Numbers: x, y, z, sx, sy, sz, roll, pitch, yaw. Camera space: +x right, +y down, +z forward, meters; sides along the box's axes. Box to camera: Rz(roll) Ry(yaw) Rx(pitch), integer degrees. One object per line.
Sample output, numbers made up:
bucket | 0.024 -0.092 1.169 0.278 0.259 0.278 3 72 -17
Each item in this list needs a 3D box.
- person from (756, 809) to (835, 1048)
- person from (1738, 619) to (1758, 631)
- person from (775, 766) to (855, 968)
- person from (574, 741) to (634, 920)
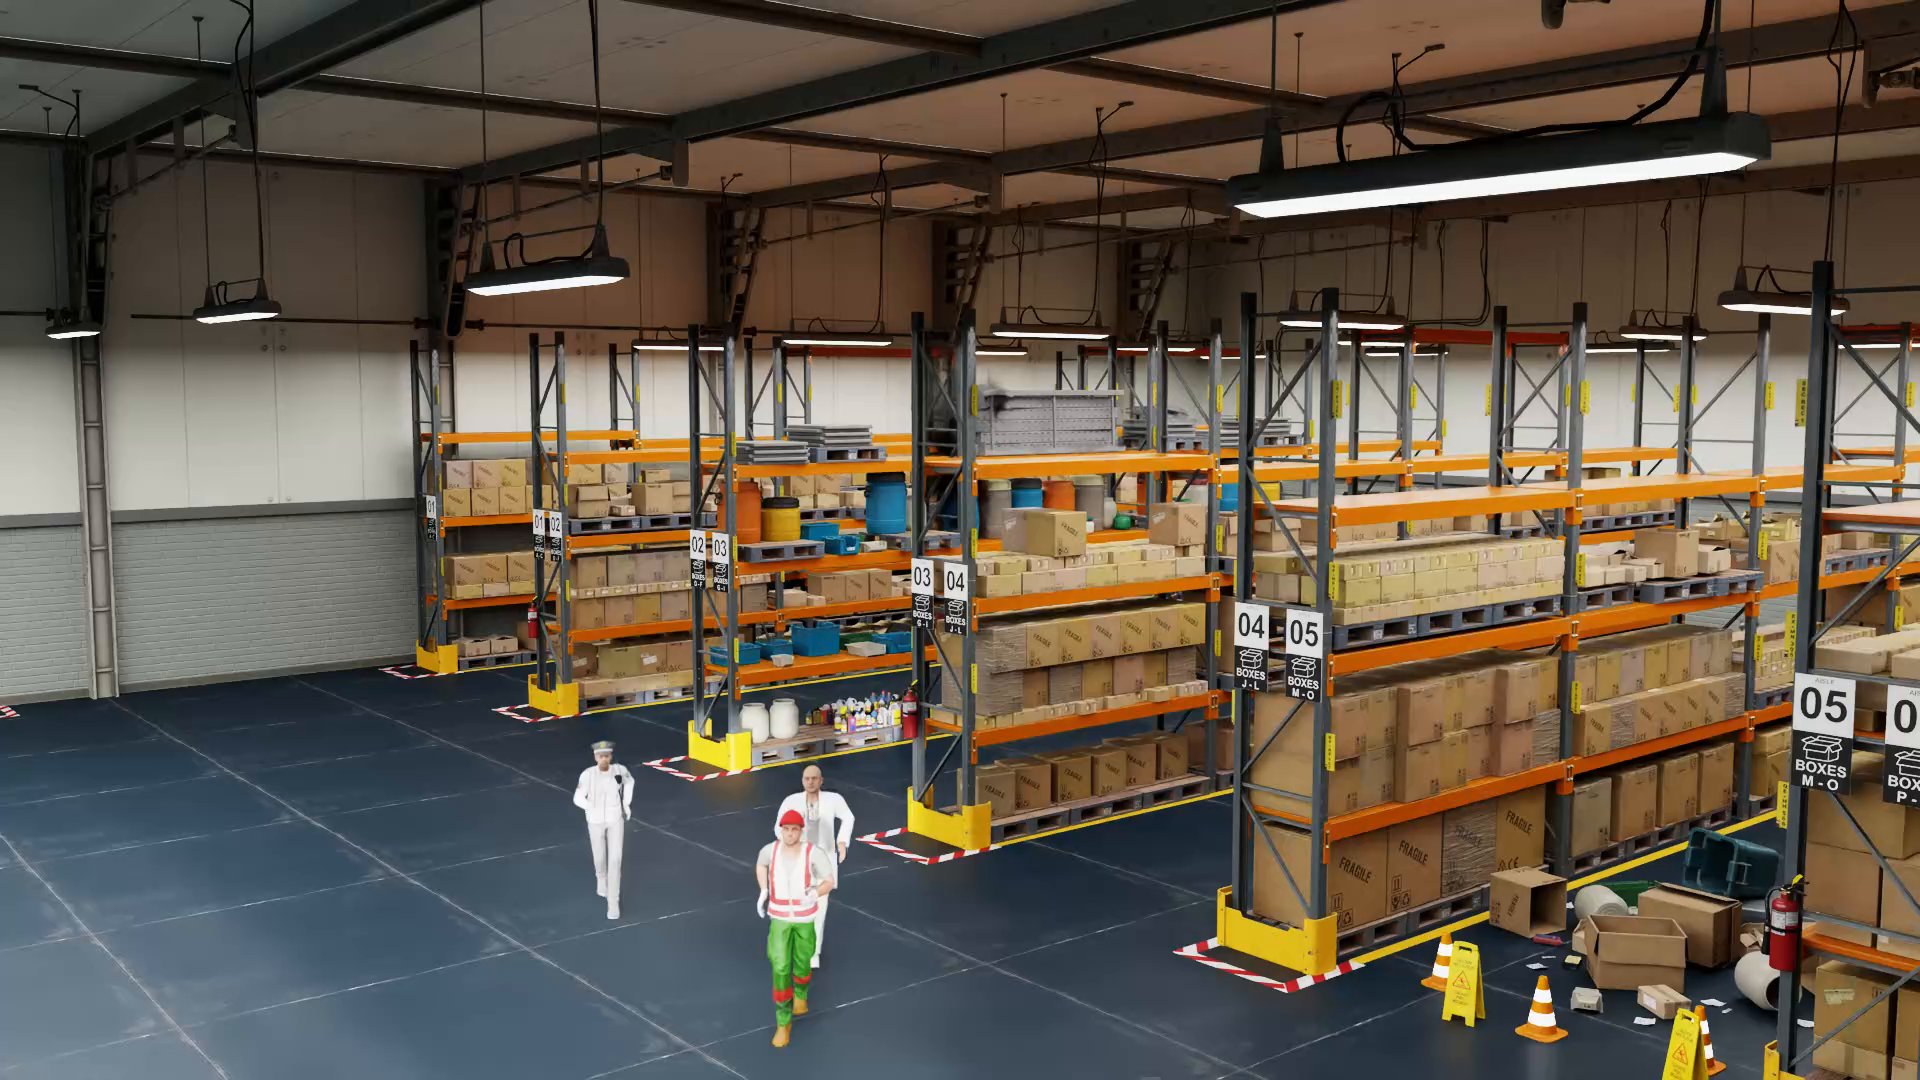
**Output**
person | -1.318 3.050 13.310 0.638 1.841 0.810 0 5 -3
person | 11.522 2.042 24.306 0.876 1.795 0.651 -3 6 -33
person | -1.318 2.913 15.079 0.725 1.742 0.920 0 5 -3
person | -3.512 2.798 16.447 0.572 1.695 0.911 -1 5 -9
